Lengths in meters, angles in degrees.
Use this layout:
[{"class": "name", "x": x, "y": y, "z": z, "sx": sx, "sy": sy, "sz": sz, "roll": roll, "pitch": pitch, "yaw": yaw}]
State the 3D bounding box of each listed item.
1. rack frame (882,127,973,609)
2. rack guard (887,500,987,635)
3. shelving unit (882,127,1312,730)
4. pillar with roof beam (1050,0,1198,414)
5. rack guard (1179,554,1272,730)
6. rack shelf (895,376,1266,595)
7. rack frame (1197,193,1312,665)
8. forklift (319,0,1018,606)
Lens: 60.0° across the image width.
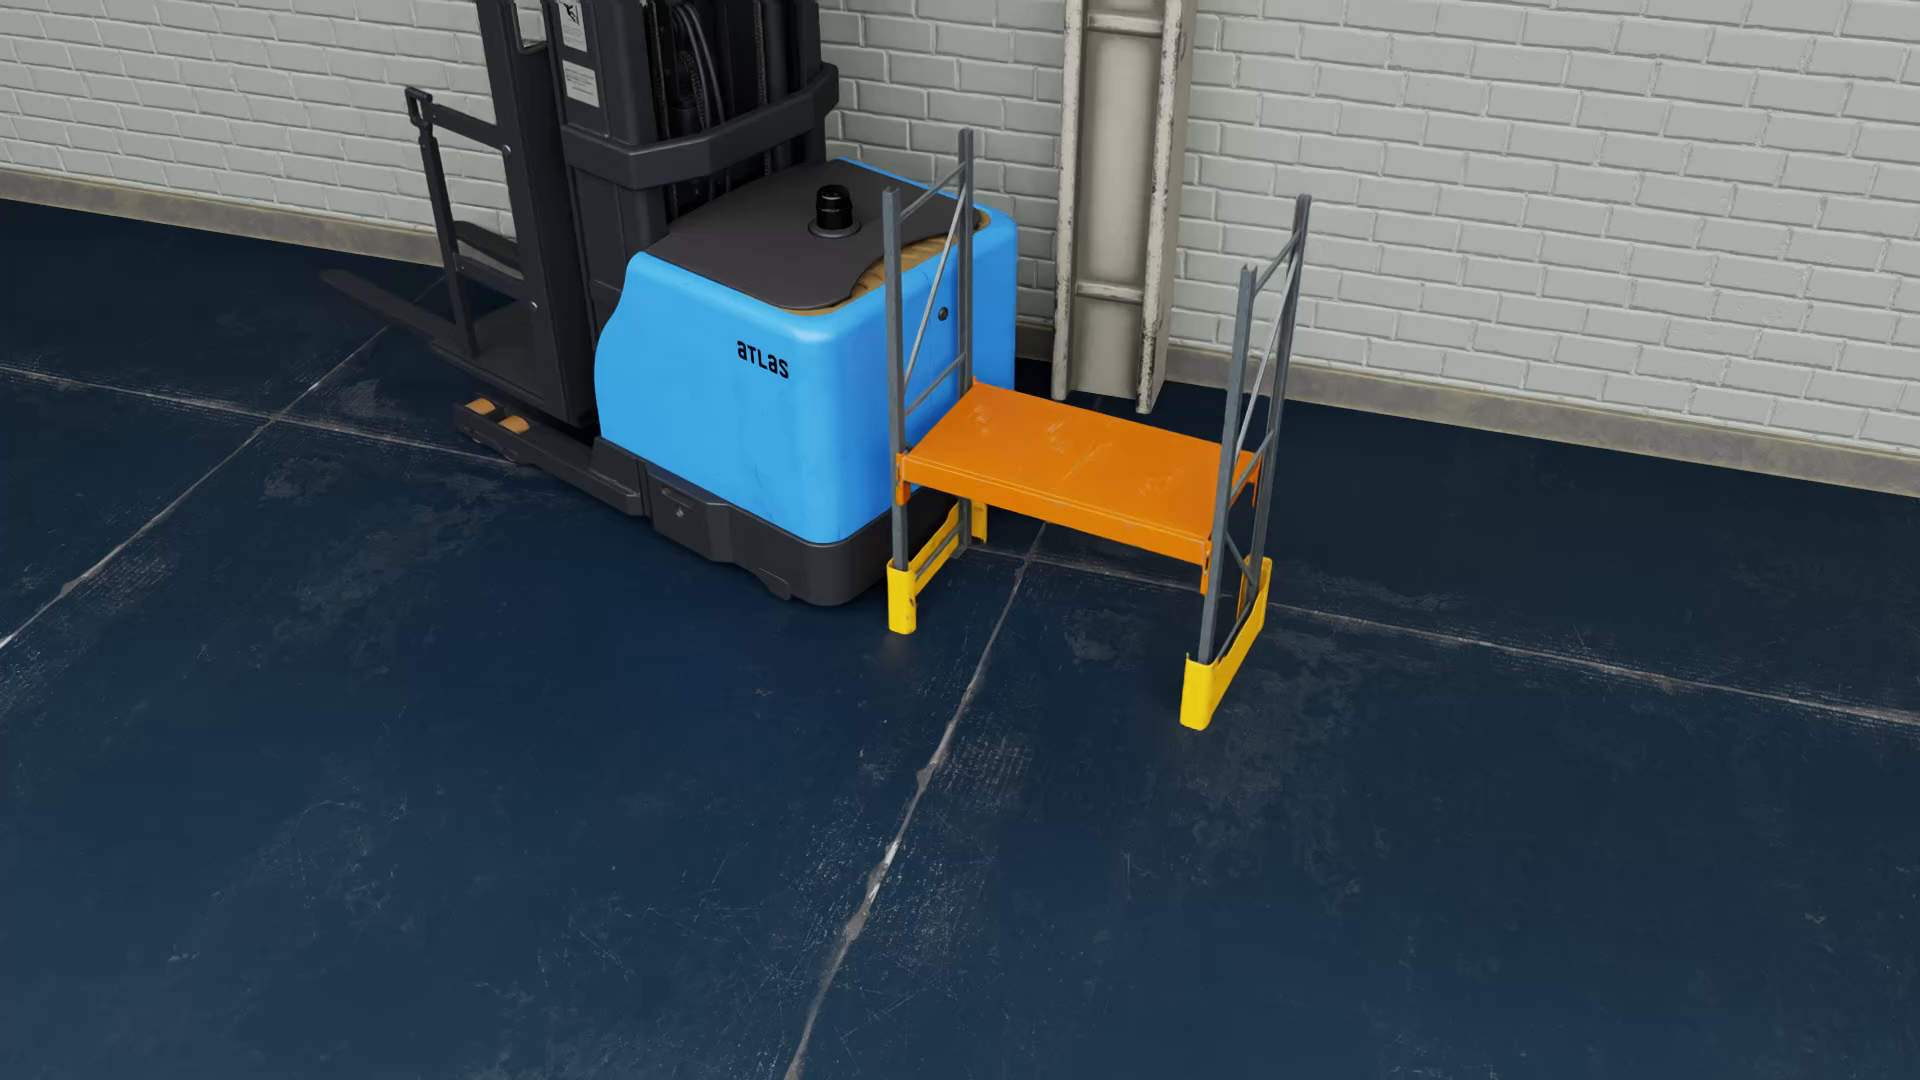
[{"class": "rack frame", "x": -0.085, "y": -0.467, "z": 5.119, "sx": 0.032, "sy": 1.500, "sz": 0.500, "roll": 17, "pitch": 39, "yaw": 21}, {"class": "rack guard", "x": -0.068, "y": 0.042, "z": 5.482, "sx": 0.087, "sy": 0.250, "sz": 0.587, "roll": 17, "pitch": 39, "yaw": 21}, {"class": "shelving unit", "x": 0.377, "y": -0.329, "z": 4.932, "sx": 1.083, "sy": 1.500, "sz": 0.587, "roll": 17, "pitch": 39, "yaw": 21}, {"class": "pillar with roof beam", "x": -0.697, "y": -1.794, "z": 0.596, "sx": 0.400, "sy": 9.000, "sz": 9.100, "roll": 10, "pitch": 38, "yaw": 14}, {"class": "rack guard", "x": 0.822, "y": 0.307, "z": 5.122, "sx": 0.087, "sy": 0.250, "sz": 0.587, "roll": 17, "pitch": 39, "yaw": 21}, {"class": "rack shelf", "x": 0.369, "y": -0.187, "z": 5.042, "sx": 1.000, "sy": 0.185, "sz": 0.538, "roll": 17, "pitch": 39, "yaw": 21}, {"class": "rack frame", "x": 0.823, "y": -0.196, "z": 4.751, "sx": 0.032, "sy": 1.500, "sz": 0.500, "roll": 17, "pitch": 39, "yaw": 21}, {"class": "forklift", "x": -1.262, "y": -1.689, "z": 5.572, "sx": 3.031, "sy": 2.935, "sz": 1.130, "roll": 26, "pitch": 43, "yaw": 30}]
